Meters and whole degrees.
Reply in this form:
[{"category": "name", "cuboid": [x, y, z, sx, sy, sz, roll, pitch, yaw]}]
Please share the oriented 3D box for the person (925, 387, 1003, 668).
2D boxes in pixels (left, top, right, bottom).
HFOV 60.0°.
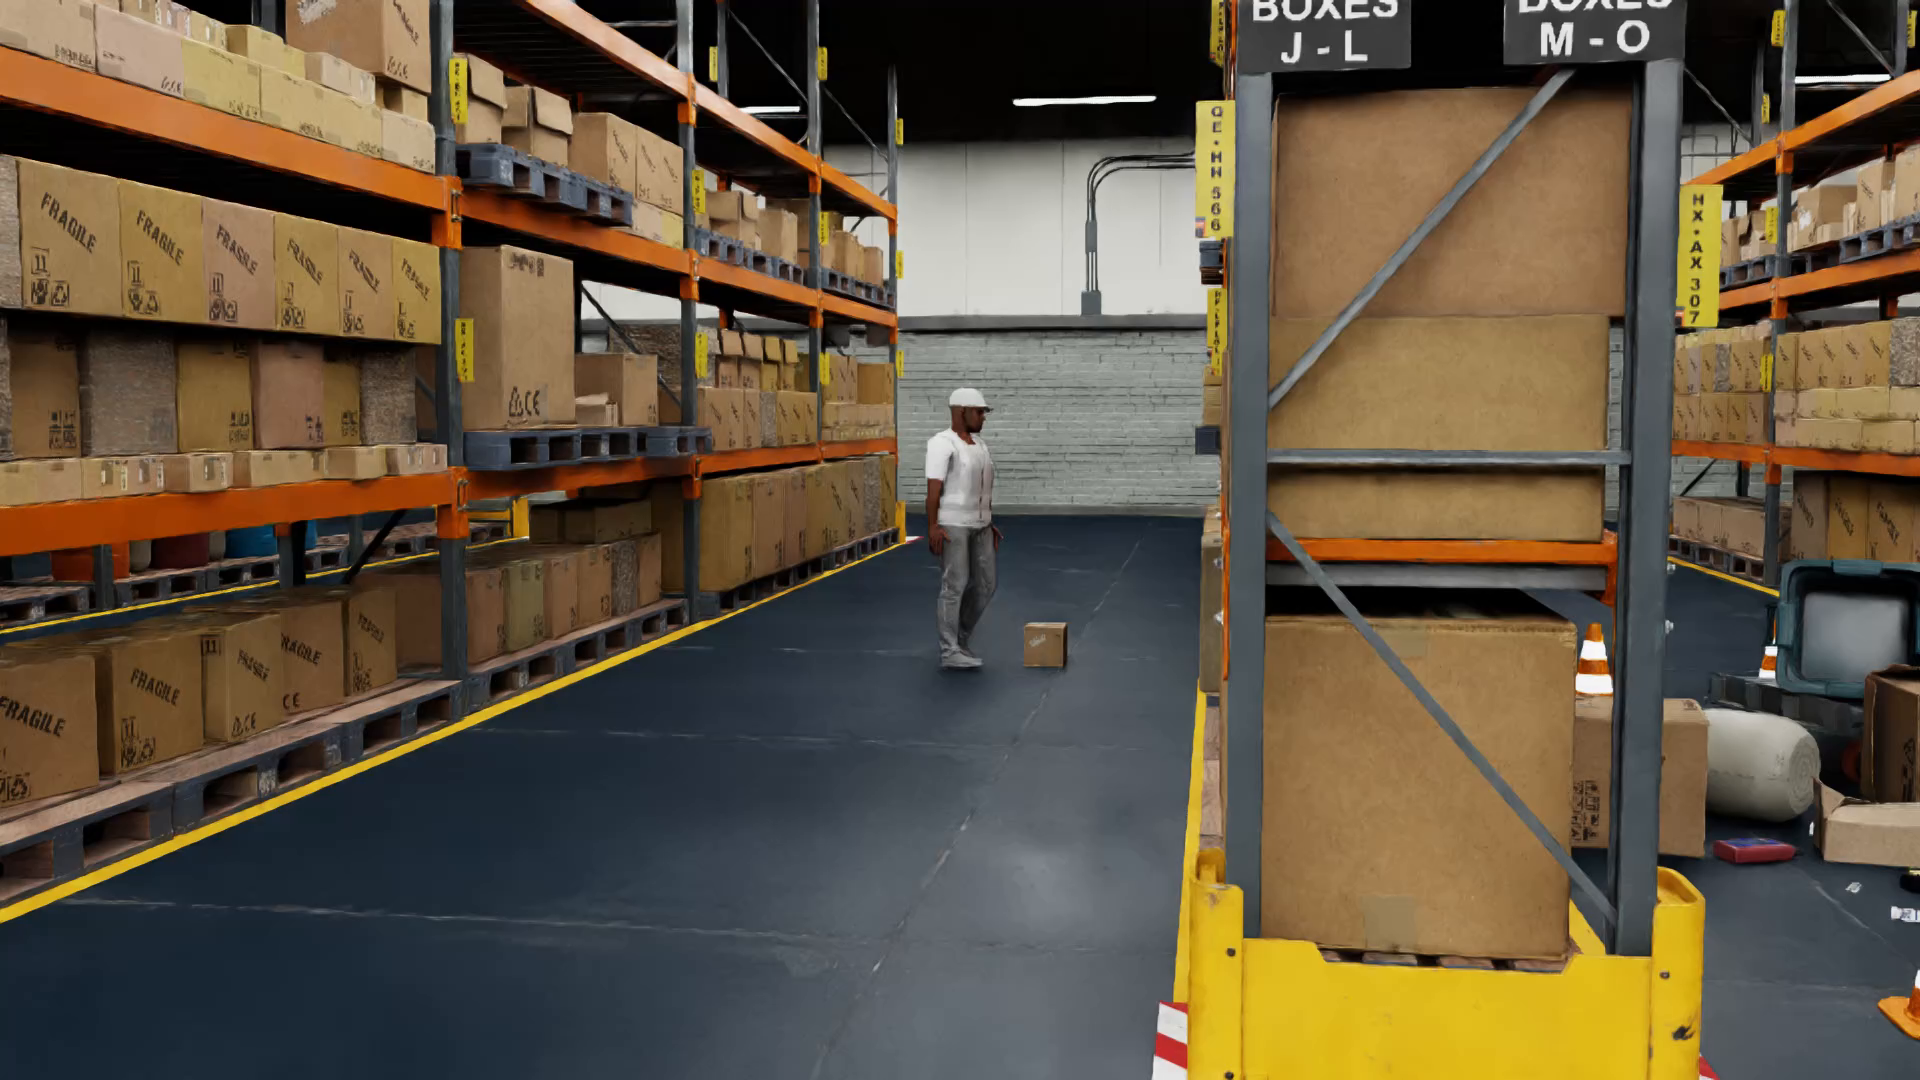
[{"category": "person", "cuboid": [0.009, -0.086, 10.590, 0.523, 1.770, 0.627, 3, 6, 38]}]
